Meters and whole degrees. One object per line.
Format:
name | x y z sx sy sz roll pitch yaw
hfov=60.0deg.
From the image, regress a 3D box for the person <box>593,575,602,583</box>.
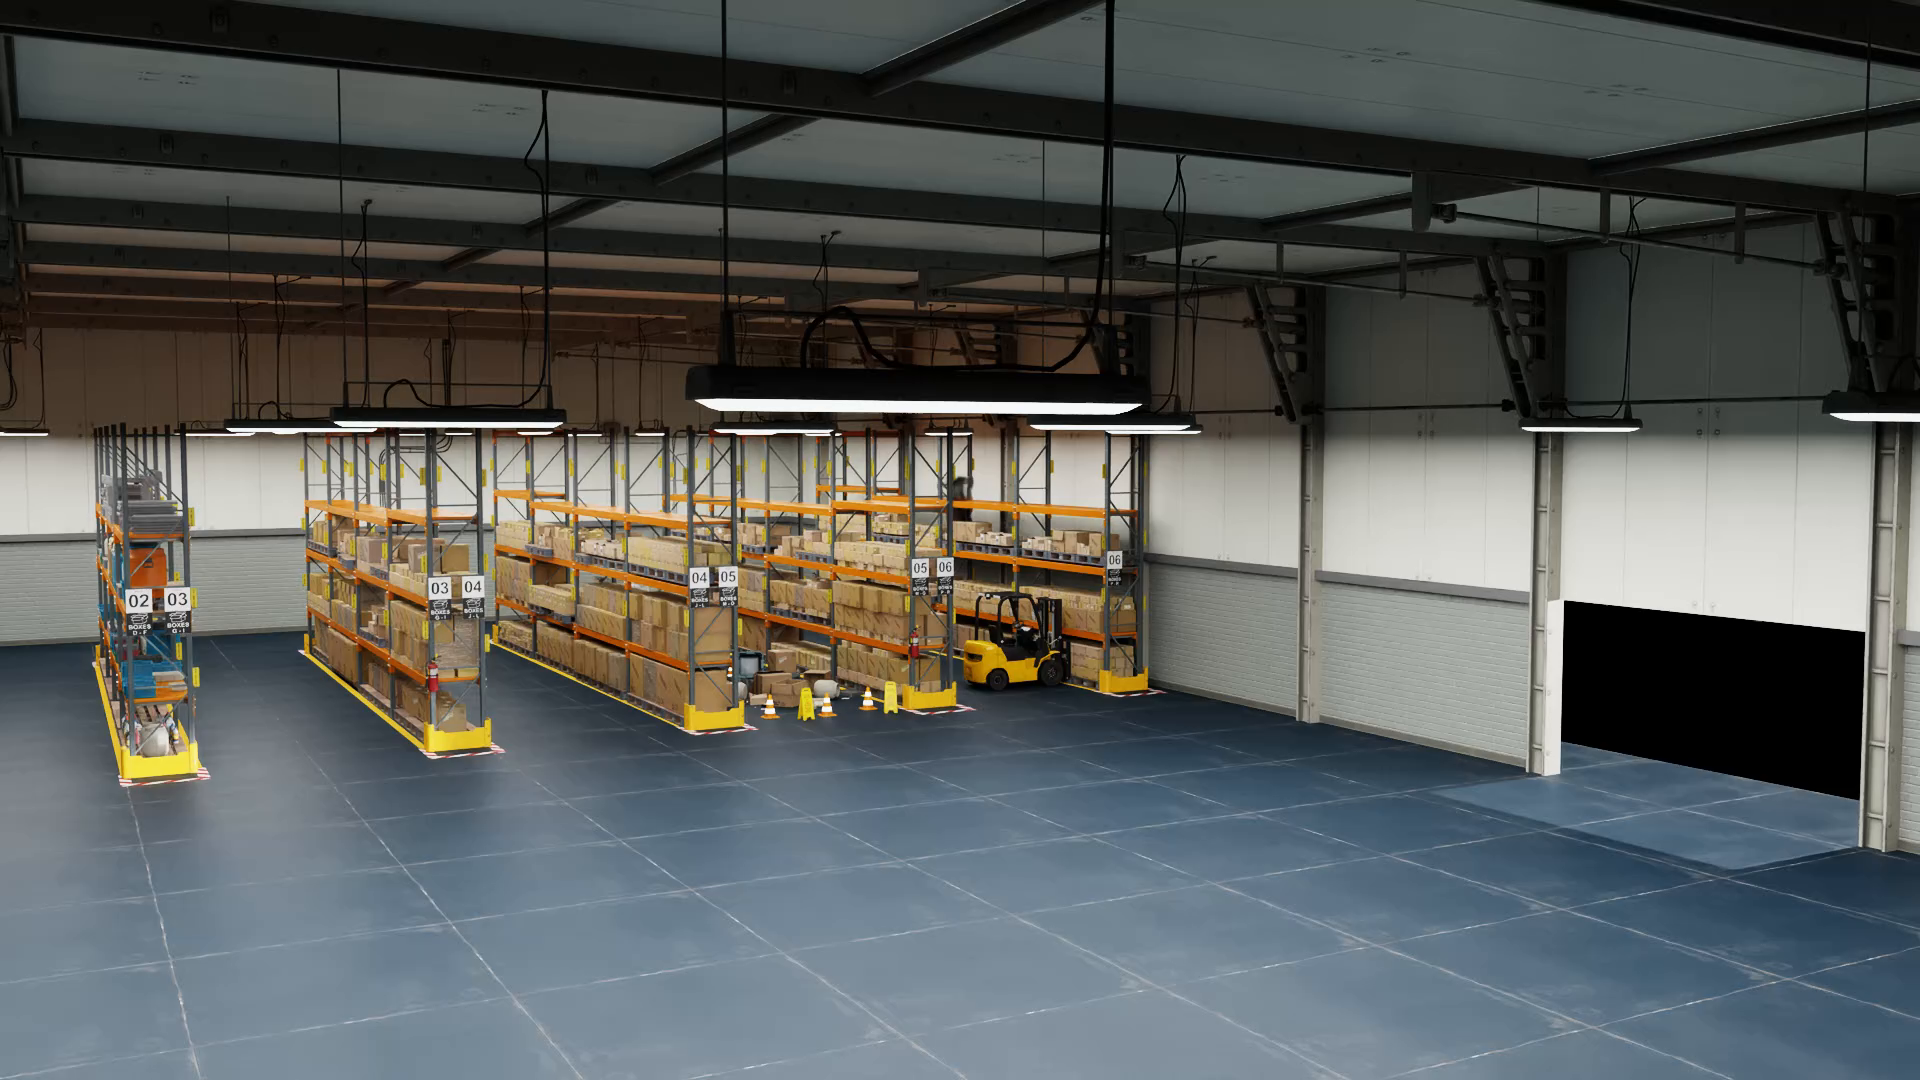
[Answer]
person | -10.744 1.875 49.990 0.927 1.660 0.598 -3 5 -41
